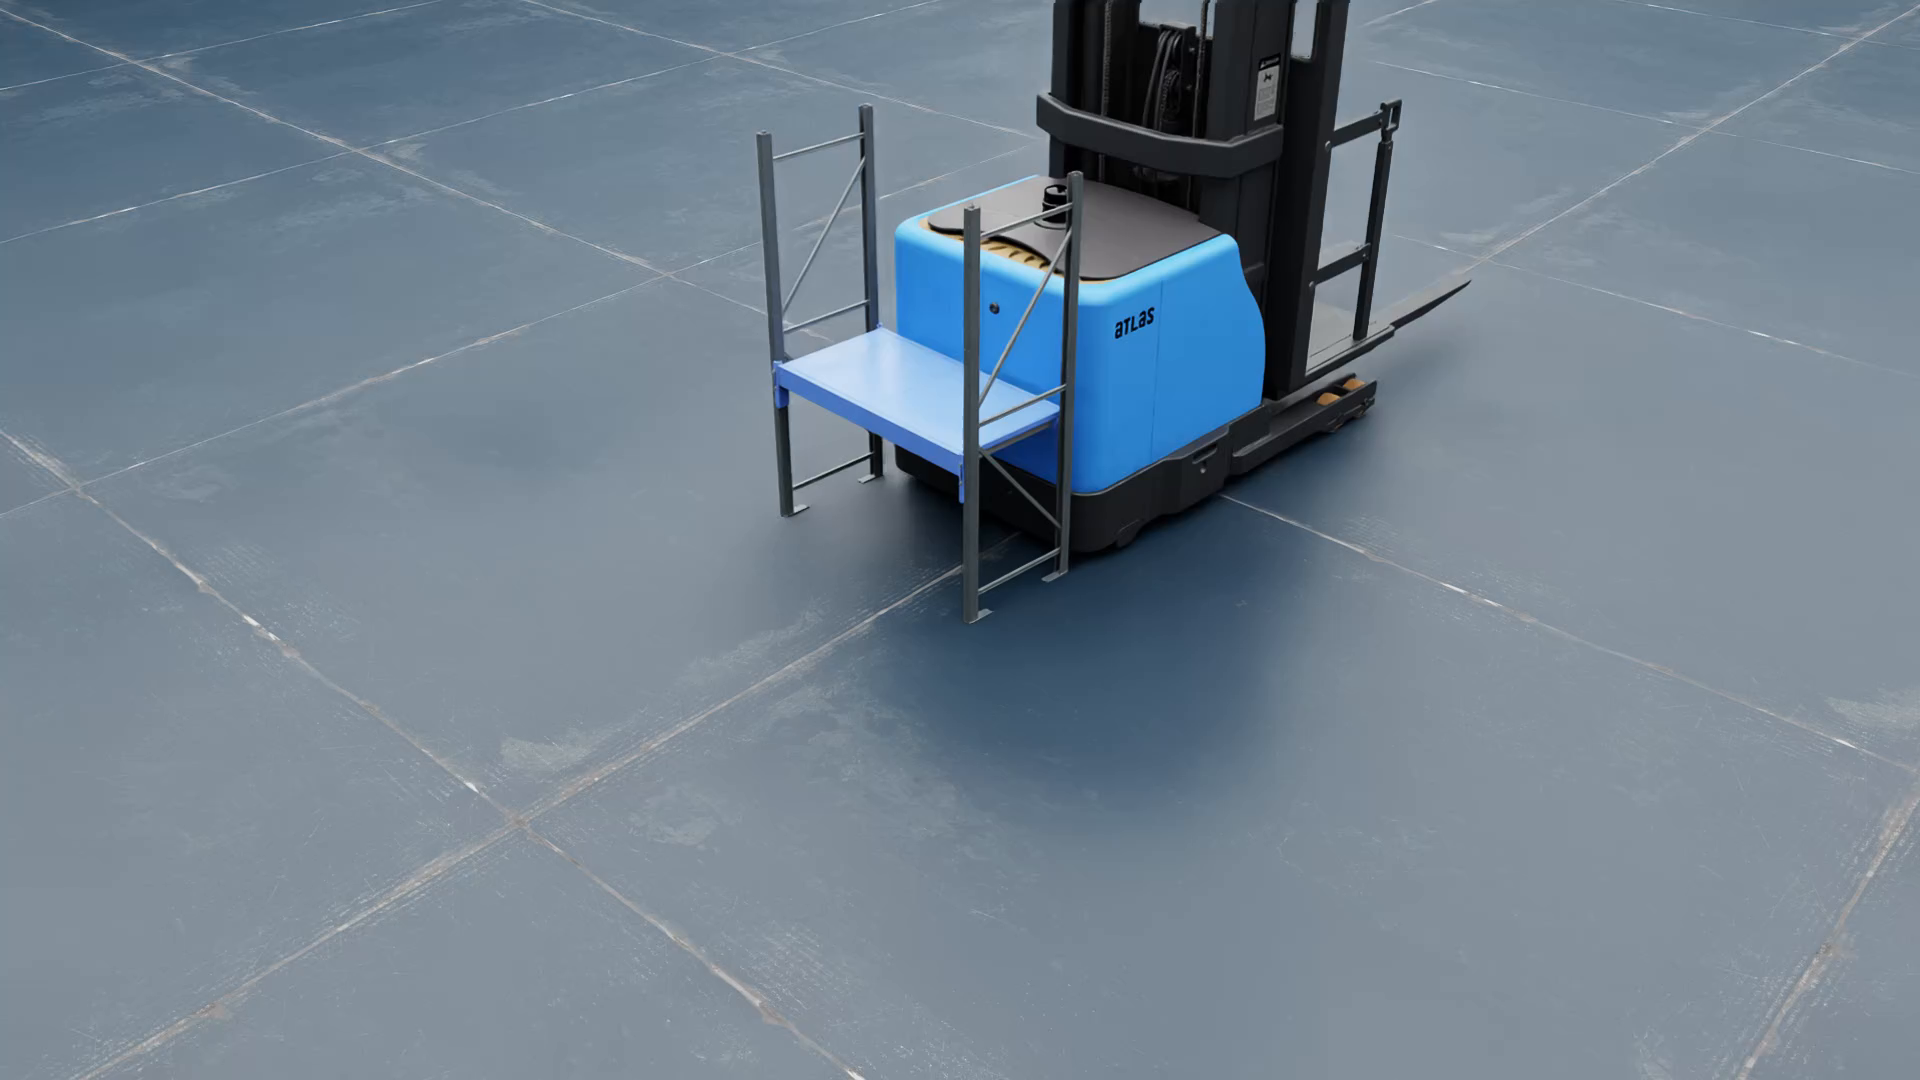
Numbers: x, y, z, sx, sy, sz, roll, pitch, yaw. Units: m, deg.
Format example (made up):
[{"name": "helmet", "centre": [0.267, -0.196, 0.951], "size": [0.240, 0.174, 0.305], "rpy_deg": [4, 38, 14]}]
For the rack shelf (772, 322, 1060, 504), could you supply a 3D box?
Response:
[{"name": "rack shelf", "centre": [-0.149, -0.476, 5.935], "size": [0.538, 0.185, 1.000], "rpy_deg": [-26, 40, -36]}]

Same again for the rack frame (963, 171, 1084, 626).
[{"name": "rack frame", "centre": [0.202, -0.441, 5.528], "size": [0.500, 1.500, 0.032], "rpy_deg": [-26, 40, -36]}]

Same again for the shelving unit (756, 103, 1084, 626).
[{"name": "shelving unit", "centre": [-0.149, -0.630, 5.843], "size": [0.538, 1.500, 1.048], "rpy_deg": [-26, 40, -36]}]

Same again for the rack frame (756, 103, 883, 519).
[{"name": "rack frame", "centre": [-0.500, -0.820, 6.158], "size": [0.500, 1.500, 0.032], "rpy_deg": [-26, 40, -36]}]

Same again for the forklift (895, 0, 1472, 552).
[{"name": "forklift", "centre": [1.133, -1.872, 6.518], "size": [1.130, 2.935, 3.031], "rpy_deg": [27, 40, 37]}]
